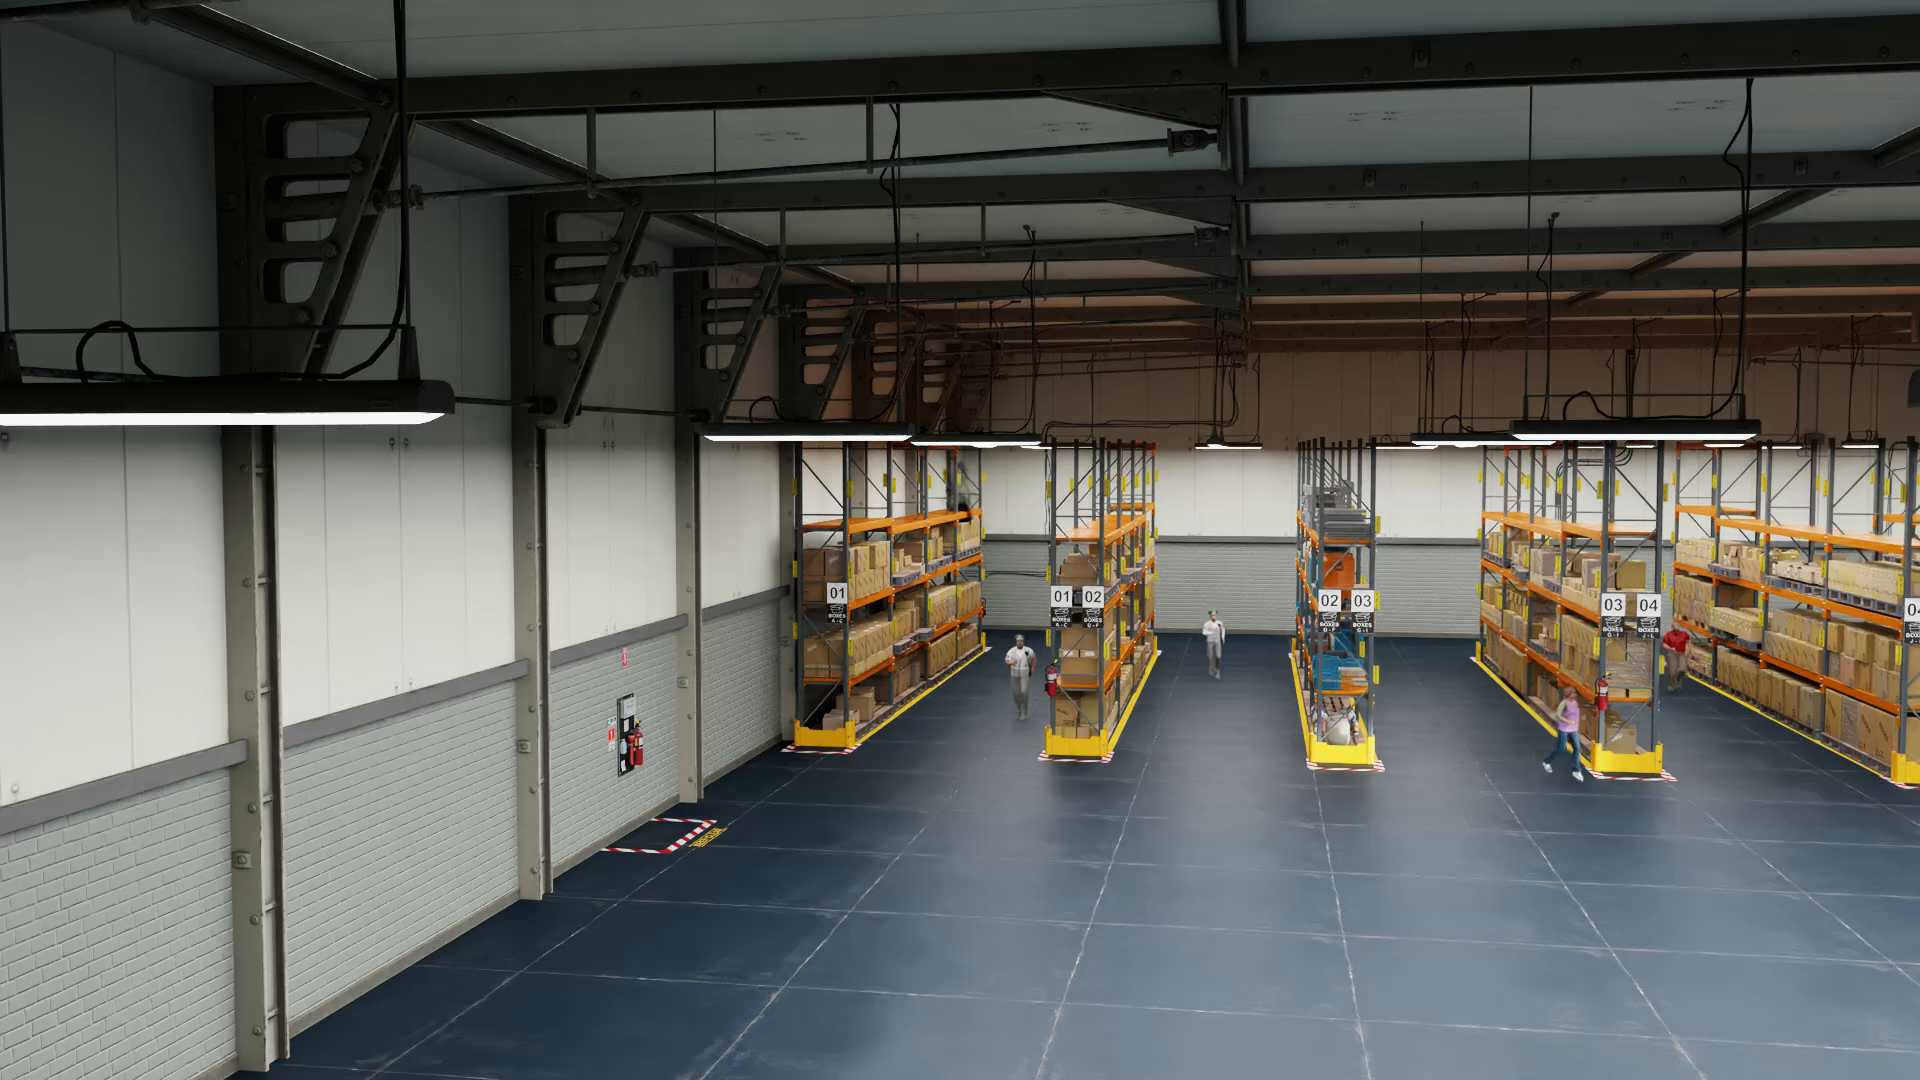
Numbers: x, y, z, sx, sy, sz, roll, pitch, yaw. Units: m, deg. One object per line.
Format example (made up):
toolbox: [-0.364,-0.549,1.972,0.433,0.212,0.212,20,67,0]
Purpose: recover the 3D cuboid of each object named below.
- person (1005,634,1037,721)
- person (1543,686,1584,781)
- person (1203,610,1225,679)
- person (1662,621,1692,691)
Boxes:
person: [1.300,2.937,35.776,0.642,1.835,0.845,1,3,10]
person: [10.684,3.369,29.220,0.576,1.599,0.863,-1,3,-26]
person: [6.445,2.641,42.230,0.579,1.751,0.763,0,3,3]
person: [17.063,2.782,39.600,0.648,1.672,0.769,1,3,14]
